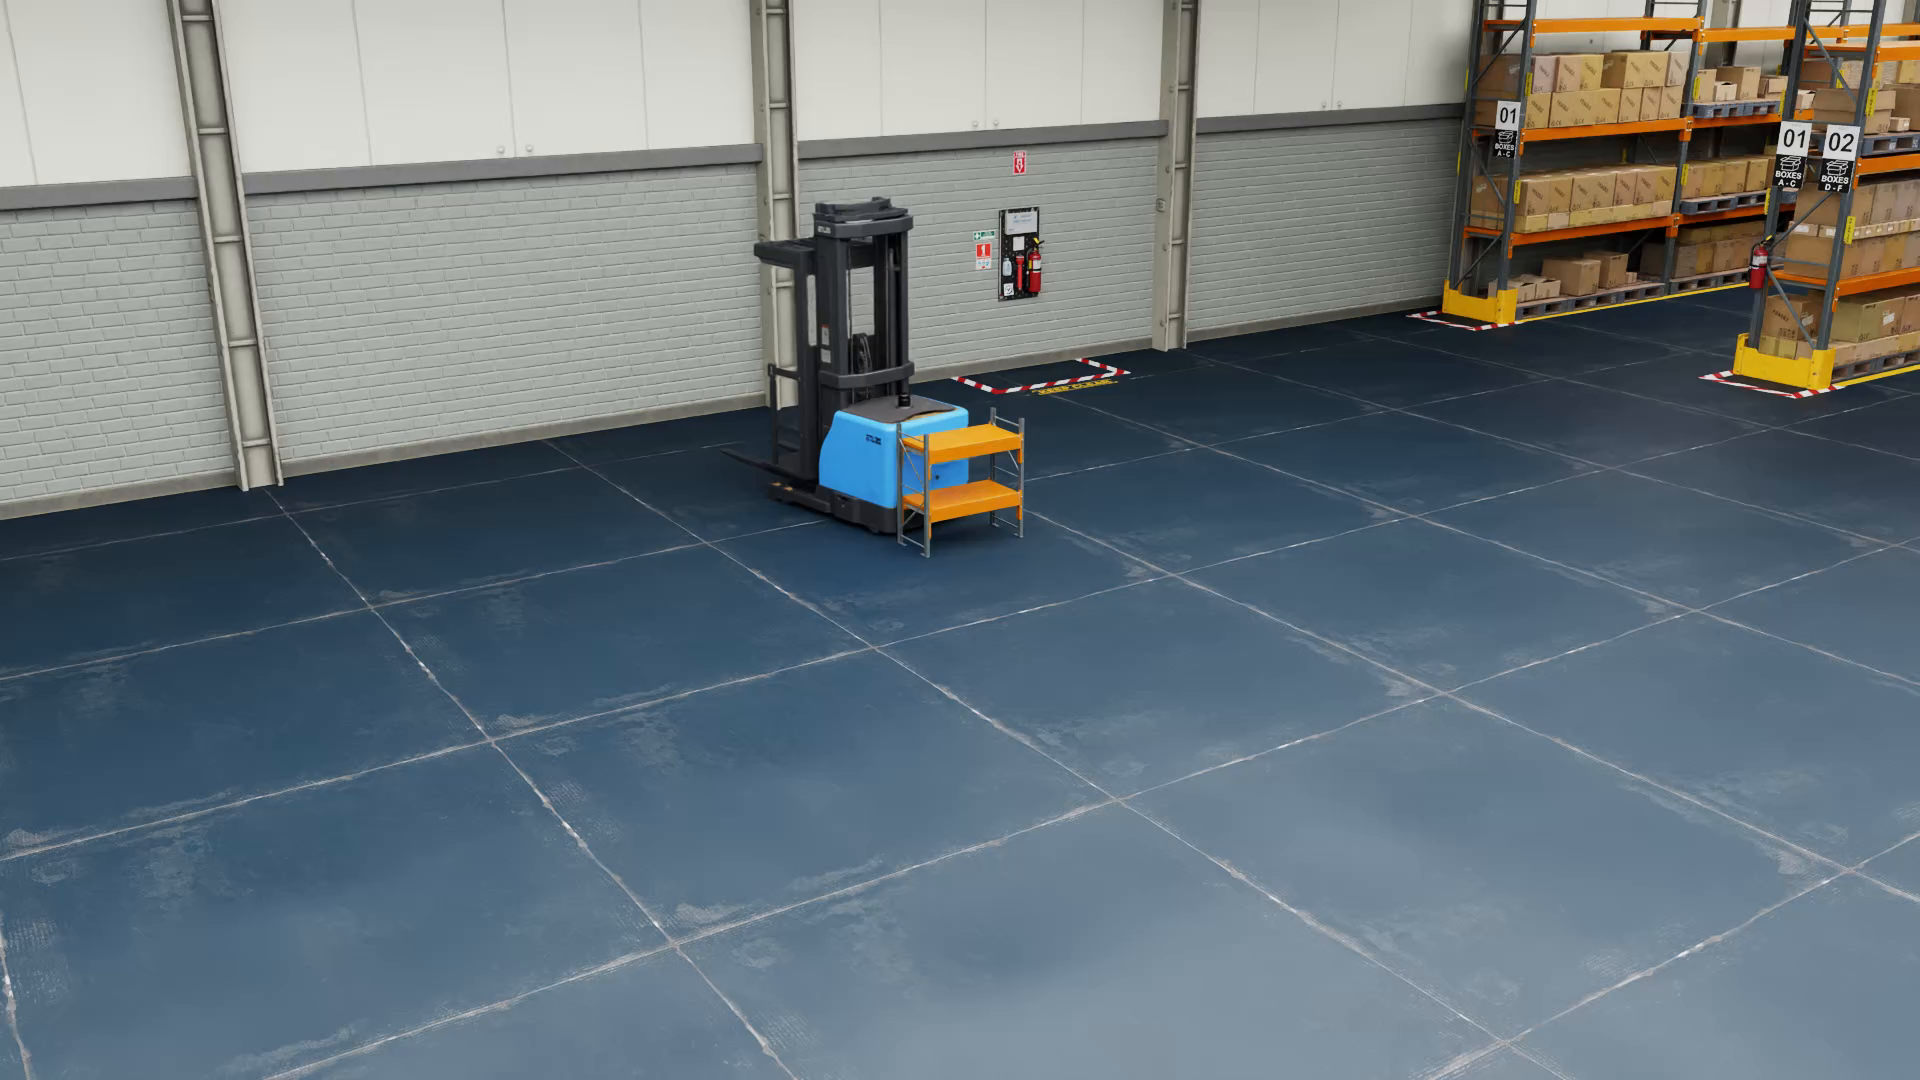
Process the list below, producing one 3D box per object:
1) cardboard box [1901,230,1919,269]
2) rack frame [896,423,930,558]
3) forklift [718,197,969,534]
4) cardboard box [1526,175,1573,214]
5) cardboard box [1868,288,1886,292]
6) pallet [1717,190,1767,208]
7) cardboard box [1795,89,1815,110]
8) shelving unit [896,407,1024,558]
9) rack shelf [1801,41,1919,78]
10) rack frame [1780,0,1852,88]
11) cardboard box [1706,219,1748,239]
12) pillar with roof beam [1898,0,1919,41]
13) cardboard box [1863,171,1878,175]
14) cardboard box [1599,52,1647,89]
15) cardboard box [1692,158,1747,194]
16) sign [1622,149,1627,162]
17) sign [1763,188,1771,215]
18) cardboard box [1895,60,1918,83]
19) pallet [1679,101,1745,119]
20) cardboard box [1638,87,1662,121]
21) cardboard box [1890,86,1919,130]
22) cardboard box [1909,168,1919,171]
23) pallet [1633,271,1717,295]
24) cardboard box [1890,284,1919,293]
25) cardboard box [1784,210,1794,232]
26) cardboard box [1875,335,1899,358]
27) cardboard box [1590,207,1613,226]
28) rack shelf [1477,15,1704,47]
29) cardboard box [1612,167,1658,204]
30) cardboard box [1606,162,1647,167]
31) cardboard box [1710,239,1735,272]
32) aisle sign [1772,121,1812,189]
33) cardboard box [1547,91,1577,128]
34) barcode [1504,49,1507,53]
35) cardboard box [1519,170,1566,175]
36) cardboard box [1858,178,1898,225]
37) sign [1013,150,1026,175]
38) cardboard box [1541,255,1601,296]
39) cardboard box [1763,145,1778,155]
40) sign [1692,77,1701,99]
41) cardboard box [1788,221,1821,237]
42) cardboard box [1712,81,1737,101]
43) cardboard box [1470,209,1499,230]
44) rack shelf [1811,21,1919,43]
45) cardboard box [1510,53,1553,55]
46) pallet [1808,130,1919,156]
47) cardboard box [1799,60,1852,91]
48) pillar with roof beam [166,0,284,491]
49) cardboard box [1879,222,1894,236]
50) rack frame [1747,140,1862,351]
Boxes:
[{"bbox_3d":[12.222,-3.877,21.873,0.500,0.500,0.700,-11,22,-30],"label":"cardboard box"},{"bbox_3d":[-0.419,-0.445,14.803,0.032,1.125,0.500,-12,22,-31],"label":"rack frame"},{"bbox_3d":[-1.266,-1.841,16.114,1.130,2.935,3.031,-16,25,-40],"label":"forklift"},{"bbox_3d":[8.788,-5.183,24.925,0.500,0.500,0.500,-12,22,-31],"label":"cardboard box"},{"bbox_3d":[12.063,-3.171,22.407,0.500,0.500,0.500,-12,22,-31],"label":"cardboard box"},{"bbox_3d":[12.857,-5.760,27.899,1.213,0.211,1.003,-12,22,-31],"label":"pallet"},{"bbox_3d":[14.035,-7.400,27.874,0.500,0.311,0.500,-12,22,-31],"label":"cardboard box"},{"bbox_3d":[0.006,-0.534,15.068,1.048,1.125,0.538,-12,22,-31],"label":"shelving unit"},{"bbox_3d":[12.204,-6.141,21.107,4.000,0.370,1.077,-12,22,-31],"label":"rack shelf"},{"bbox_3d":[14.488,-9.053,27.971,0.127,3.000,1.000,-12,22,-31],"label":"rack frame"},{"bbox_3d":[12.978,-5.274,28.206,0.500,0.250,0.500,-12,22,-32],"label":"cardboard box"},{"bbox_3d":[20.305,-8.960,27.699,0.400,9.000,9.100,-12,22,-31],"label":"pillar with roof beam"},{"bbox_3d":[15.892,-6.603,29.439,0.500,0.500,0.500,-12,22,-32],"label":"cardboard box"},{"bbox_3d":[9.995,-7.103,25.139,0.500,0.500,0.500,-13,23,-33],"label":"cardboard box"},{"bbox_3d":[12.594,-6.063,27.653,0.500,0.500,0.700,-9,21,-24],"label":"cardboard box"},{"bbox_3d":[10.839,-6.203,27.100,0.005,0.325,0.100,-12,22,-31],"label":"sign"},{"bbox_3d":[10.247,-4.286,21.060,0.005,0.325,0.100,-12,22,-31],"label":"sign"},{"bbox_3d":[16.604,-8.351,29.737,0.500,0.500,0.700,-12,22,-32],"label":"cardboard box"},{"bbox_3d":[11.721,-6.918,26.635,1.003,0.211,1.213,-12,22,-31],"label":"pallet"},{"bbox_3d":[10.432,-6.743,25.637,0.500,0.500,0.500,-14,23,-36],"label":"cardboard box"},{"bbox_3d":[12.071,-5.430,20.910,0.500,0.500,0.500,-12,22,-31],"label":"cardboard box"},{"bbox_3d":[13.086,-4.675,22.207,0.500,0.500,0.700,-12,22,-32],"label":"cardboard box"},{"bbox_3d":[11.796,-4.323,27.702,1.213,0.211,1.003,-12,22,-31],"label":"pallet"},{"bbox_3d":[12.768,-3.119,22.255,0.500,0.500,0.500,-12,22,-31],"label":"cardboard box"},{"bbox_3d":[15.174,-5.486,29.489,0.750,0.750,0.750,-12,22,-32],"label":"cardboard box"},{"bbox_3d":[11.937,-2.586,21.847,0.500,0.250,0.500,-12,22,-31],"label":"cardboard box"},{"bbox_3d":[9.666,-5.013,25.592,0.500,0.250,0.500,-12,22,-31],"label":"cardboard box"},{"bbox_3d":[9.477,-7.654,24.961,4.000,0.370,1.077,-12,22,-31],"label":"rack shelf"},{"bbox_3d":[10.508,-5.544,25.993,0.500,0.500,0.500,-12,22,-32],"label":"cardboard box"},{"bbox_3d":[10.639,-5.773,26.669,0.500,0.500,0.500,-13,22,-33],"label":"cardboard box"},{"bbox_3d":[12.605,-4.848,28.118,0.500,0.500,0.700,-12,22,-31],"label":"cardboard box"},{"bbox_3d":[10.317,-4.776,20.629,0.004,0.787,0.394,-12,22,-31],"label":"aisle sign"},{"bbox_3d":[8.691,-6.357,24.493,0.500,0.500,0.500,-10,21,-28],"label":"cardboard box"},{"bbox_3d":[8.124,-7.287,24.777,0.075,0.075,0.001,-12,22,-31],"label":"barcode"},{"bbox_3d":[8.938,-5.413,25.606,0.500,0.500,0.500,-13,22,-33],"label":"cardboard box"},{"bbox_3d":[11.411,-4.321,21.162,0.500,0.500,0.700,-13,22,-33],"label":"cardboard box"},{"bbox_3d":[0.758,-4.798,21.133,0.199,0.298,0.001,-12,22,-31],"label":"sign"},{"bbox_3d":[9.550,-4.140,26.023,0.500,0.500,0.700,-14,23,-35],"label":"cardboard box"},{"bbox_3d":[13.955,-6.644,28.359,0.250,0.149,0.380,-17,25,-40],"label":"cardboard box"},{"bbox_3d":[11.452,-7.028,25.860,0.005,0.325,0.100,-12,22,-31],"label":"sign"},{"bbox_3d":[10.748,-3.950,21.077,0.250,0.149,0.380,-12,22,-32],"label":"cardboard box"},{"bbox_3d":[12.162,-7.267,26.857,0.500,0.311,0.500,-11,22,-30],"label":"cardboard box"},{"bbox_3d":[8.090,-4.874,25.182,0.500,0.250,0.500,-12,22,-31],"label":"cardboard box"},{"bbox_3d":[16.158,-8.875,29.193,4.000,0.370,1.077,-12,22,-31],"label":"rack shelf"},{"bbox_3d":[8.472,-6.998,24.829,0.500,0.500,0.500,-10,21,-28],"label":"cardboard box"},{"bbox_3d":[11.138,-4.974,20.728,1.213,0.211,1.003,-12,22,-31],"label":"pallet"},{"bbox_3d":[14.853,-7.987,28.659,0.500,0.500,0.700,-14,23,-36],"label":"cardboard box"},{"bbox_3d":[-4.750,-3.676,12.068,0.400,9.000,9.100,-12,22,-31],"label":"pillar with roof beam"},{"bbox_3d":[11.620,-3.978,21.159,0.250,0.149,0.380,-12,22,-32],"label":"cardboard box"},{"bbox_3d":[10.534,-3.477,20.847,0.127,3.000,1.000,-12,22,-31],"label":"rack frame"}]
